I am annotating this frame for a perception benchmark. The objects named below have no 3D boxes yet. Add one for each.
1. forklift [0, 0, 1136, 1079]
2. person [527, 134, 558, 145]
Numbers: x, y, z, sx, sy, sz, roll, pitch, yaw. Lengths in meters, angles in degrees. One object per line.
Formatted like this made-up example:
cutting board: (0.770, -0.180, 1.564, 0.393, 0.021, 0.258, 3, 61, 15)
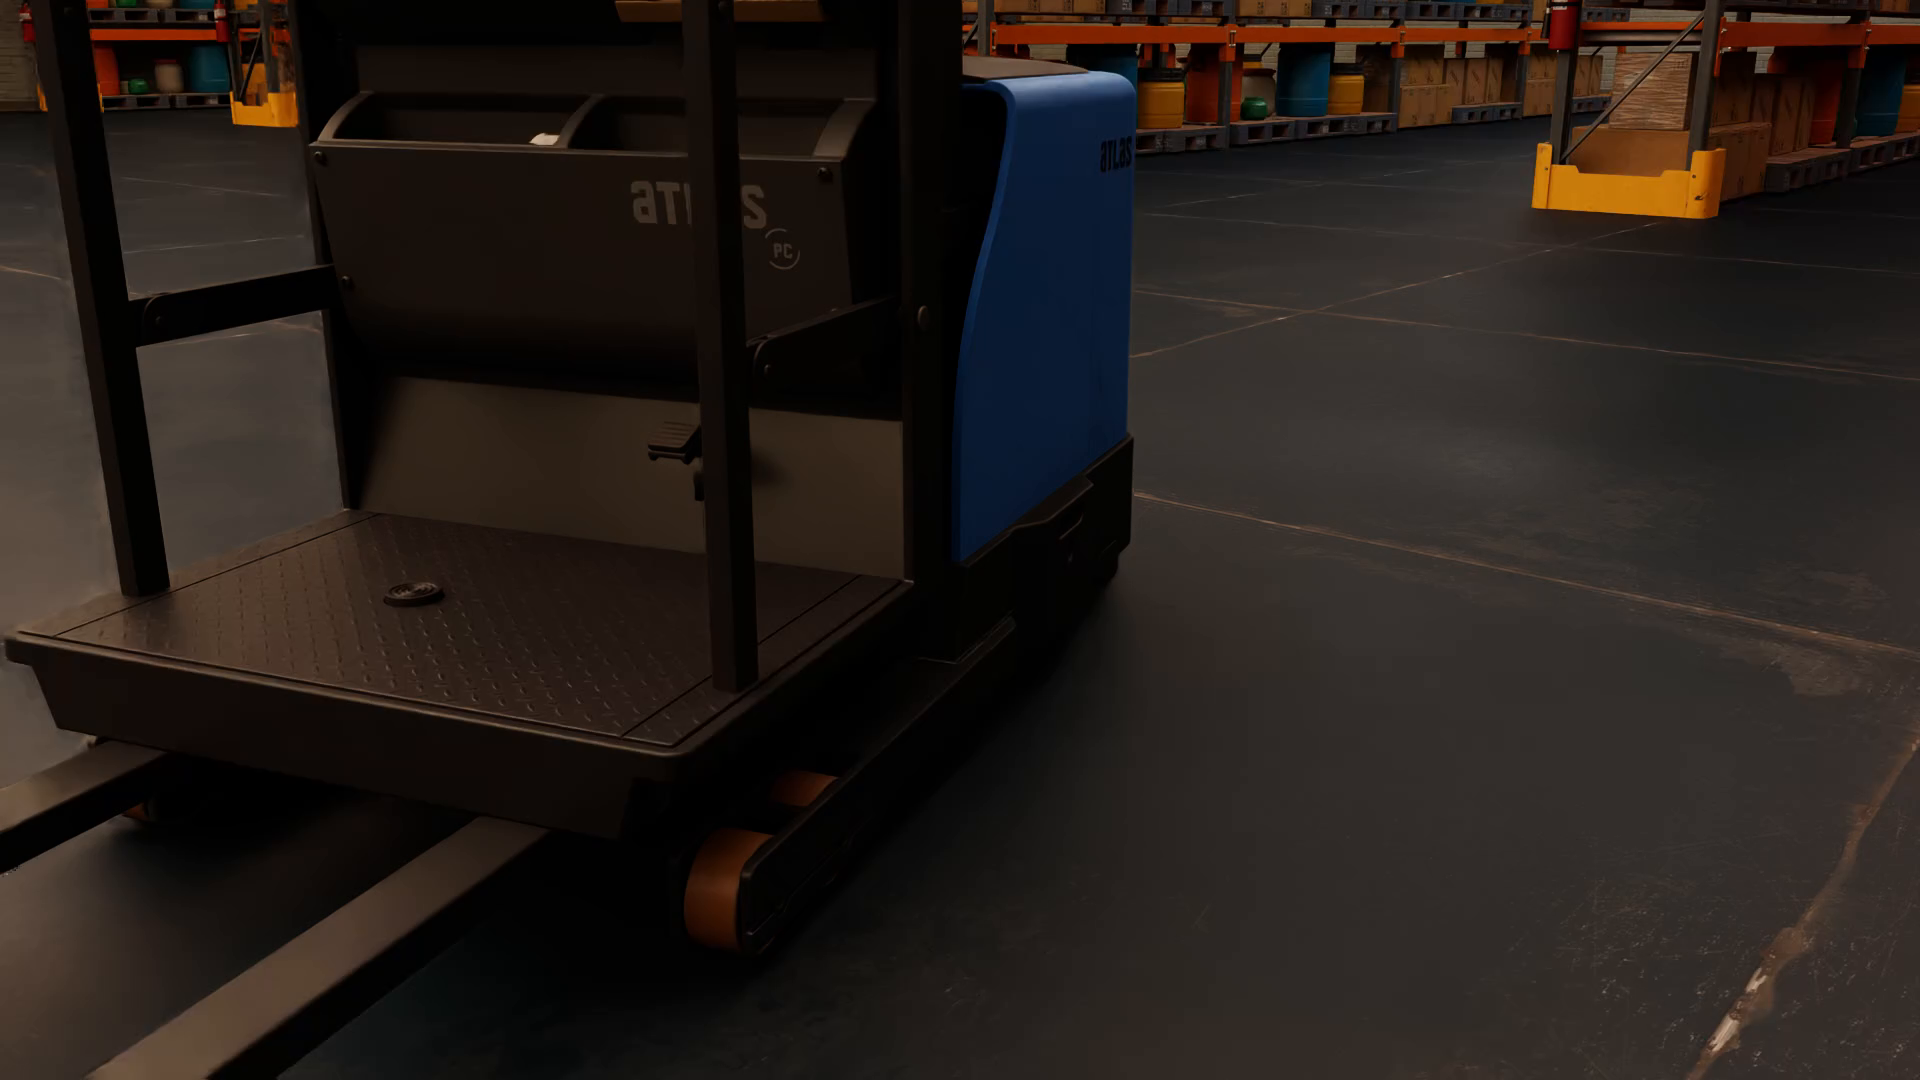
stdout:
forklift: (-0.643, -0.999, 2.189, 1.130, 2.935, 3.031, 7, 18, 21)
person: (-0.644, -0.608, 3.018, 0.756, 1.703, 0.803, -7, 18, -21)
